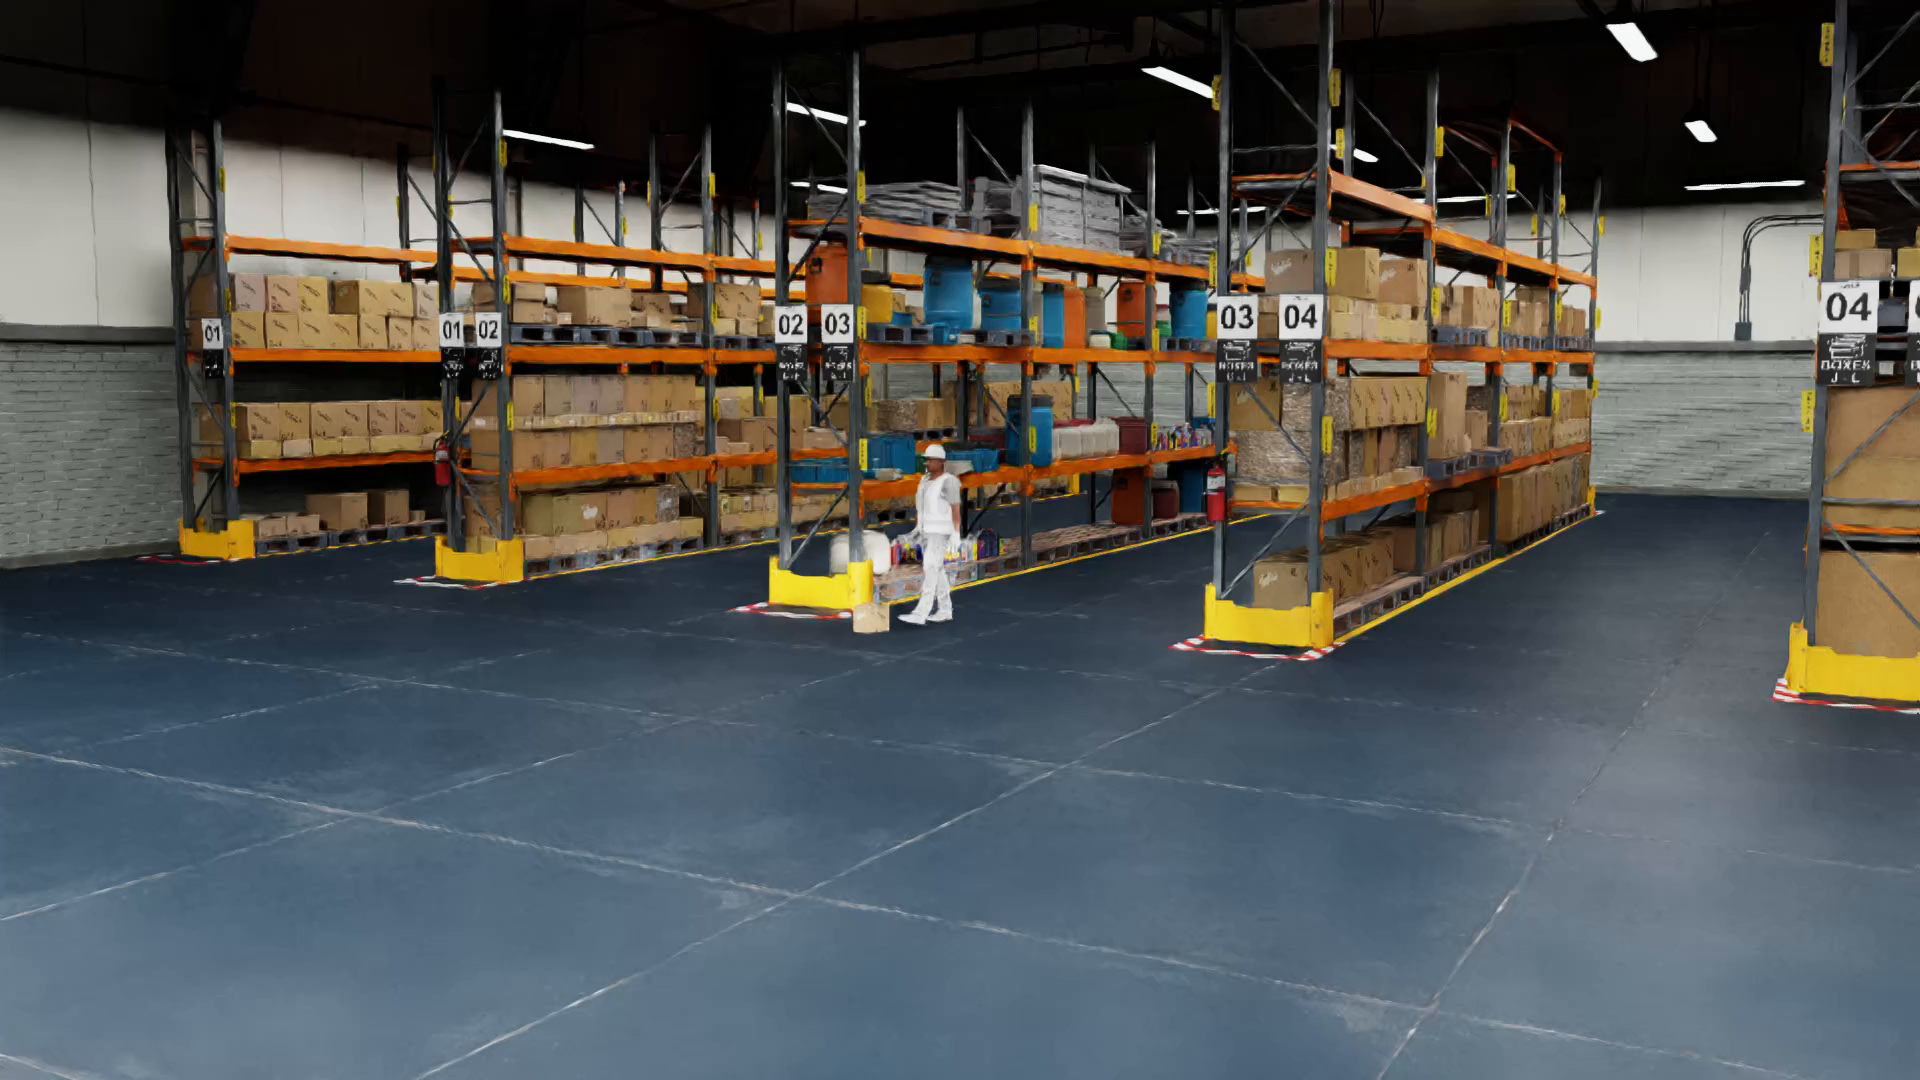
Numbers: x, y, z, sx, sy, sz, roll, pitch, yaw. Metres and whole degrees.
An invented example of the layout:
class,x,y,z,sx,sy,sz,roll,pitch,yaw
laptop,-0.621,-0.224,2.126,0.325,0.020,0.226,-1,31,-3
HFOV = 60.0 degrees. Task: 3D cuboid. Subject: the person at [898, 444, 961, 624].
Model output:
class,x,y,z,sx,sy,sz,roll,pitch,yaw
person,-0.357,-0.061,16.453,0.745,1.770,0.572,-4,7,-35
